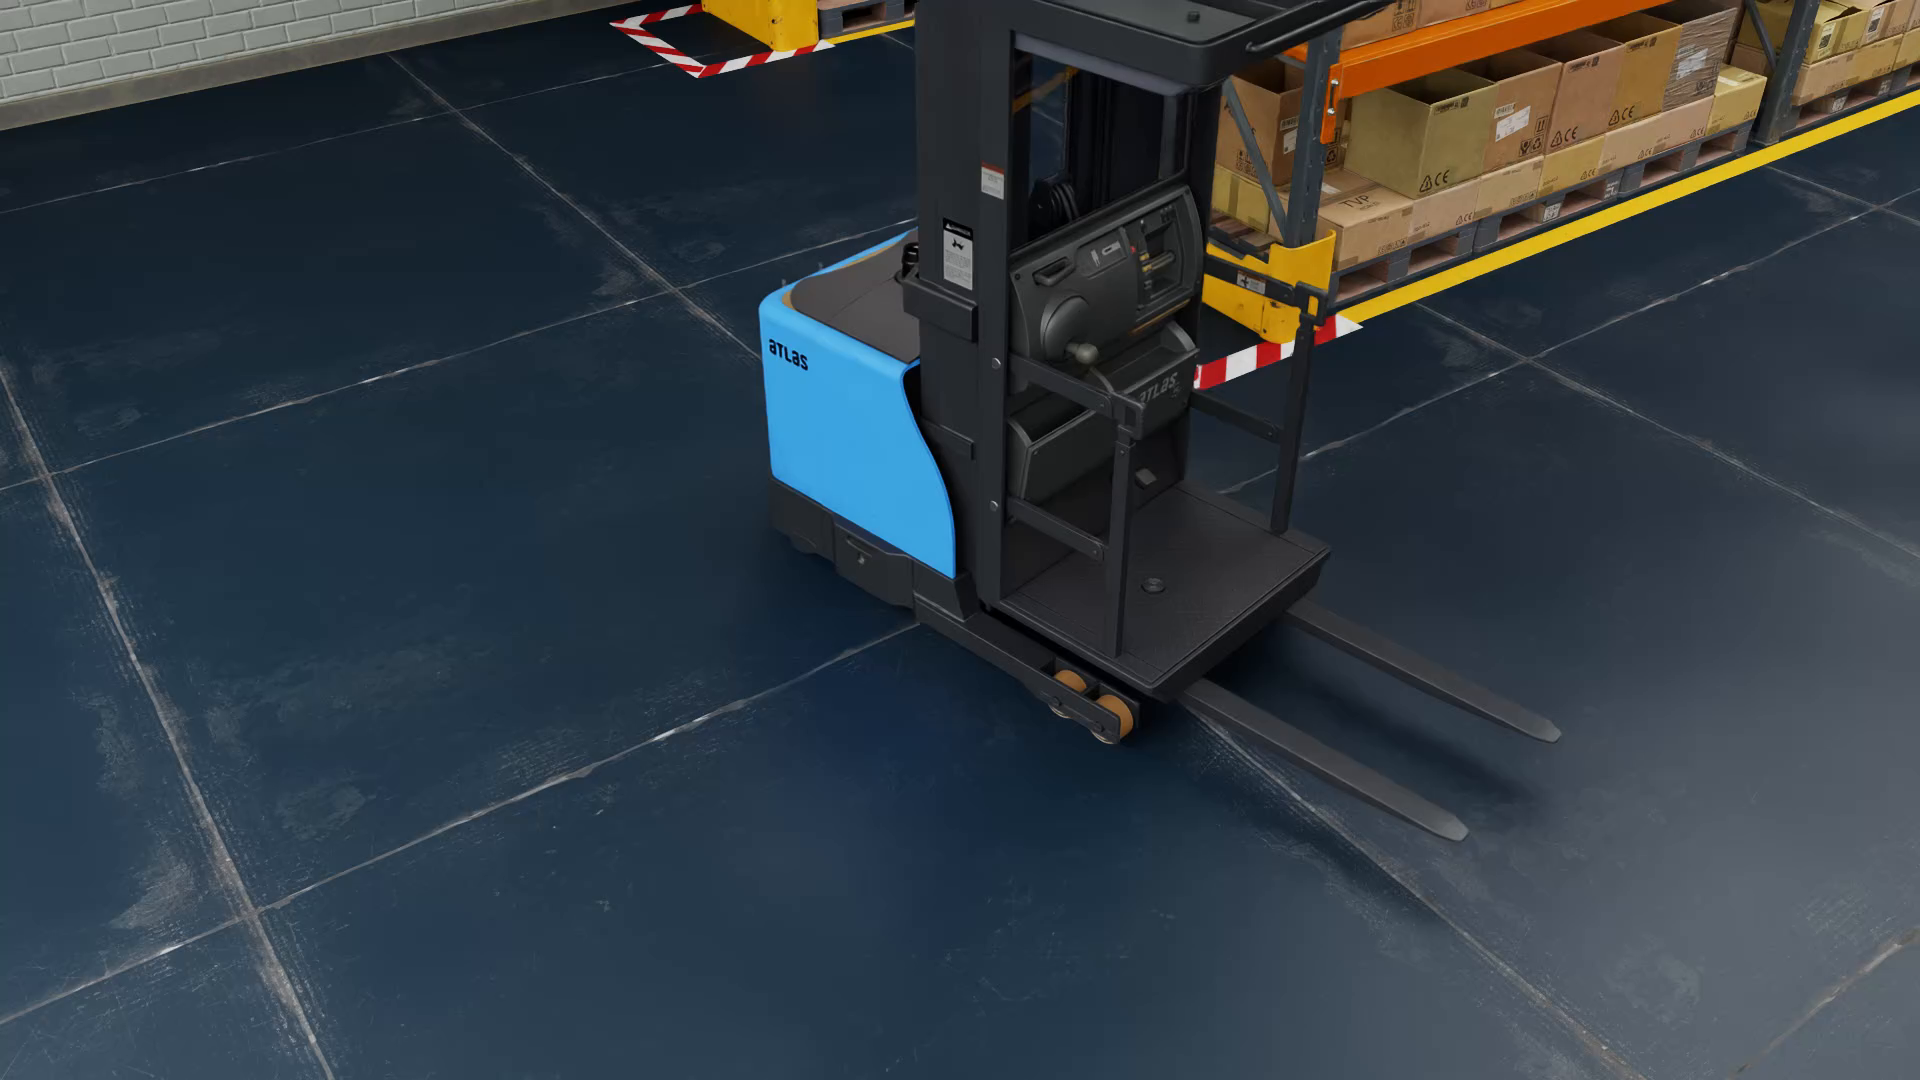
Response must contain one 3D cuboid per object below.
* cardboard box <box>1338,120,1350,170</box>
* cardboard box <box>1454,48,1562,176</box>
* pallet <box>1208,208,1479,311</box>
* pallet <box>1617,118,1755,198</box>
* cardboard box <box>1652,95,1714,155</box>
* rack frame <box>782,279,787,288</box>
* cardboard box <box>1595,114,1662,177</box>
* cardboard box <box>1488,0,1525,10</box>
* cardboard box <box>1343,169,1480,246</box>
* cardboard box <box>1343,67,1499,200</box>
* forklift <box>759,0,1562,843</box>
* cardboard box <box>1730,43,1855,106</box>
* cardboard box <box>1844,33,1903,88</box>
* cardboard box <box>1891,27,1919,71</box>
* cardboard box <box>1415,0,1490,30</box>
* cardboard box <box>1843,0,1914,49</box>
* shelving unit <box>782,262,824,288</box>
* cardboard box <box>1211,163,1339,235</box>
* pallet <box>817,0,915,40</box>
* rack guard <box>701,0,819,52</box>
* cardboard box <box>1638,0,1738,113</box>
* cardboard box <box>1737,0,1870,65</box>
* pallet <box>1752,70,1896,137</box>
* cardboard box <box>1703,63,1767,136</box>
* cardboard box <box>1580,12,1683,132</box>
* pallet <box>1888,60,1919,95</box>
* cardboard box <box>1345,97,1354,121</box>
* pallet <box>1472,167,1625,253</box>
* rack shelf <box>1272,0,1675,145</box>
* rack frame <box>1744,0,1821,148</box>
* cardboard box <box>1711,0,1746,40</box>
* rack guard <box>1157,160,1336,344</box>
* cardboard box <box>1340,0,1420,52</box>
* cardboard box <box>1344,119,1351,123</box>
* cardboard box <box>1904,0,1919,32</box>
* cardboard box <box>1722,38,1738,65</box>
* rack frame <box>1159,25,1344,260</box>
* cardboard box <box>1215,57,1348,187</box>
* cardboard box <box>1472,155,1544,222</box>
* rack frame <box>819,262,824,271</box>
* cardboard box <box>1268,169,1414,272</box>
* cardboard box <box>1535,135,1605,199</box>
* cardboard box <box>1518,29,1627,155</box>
[{"bbox_3d":[2.032,-2.049,9.025,0.500,0.250,0.500,-22,41,-28],"label":"cardboard box"},{"bbox_3d":[2.738,-2.276,8.698,0.500,0.500,0.500,-22,41,-28],"label":"cardboard box"},{"bbox_3d":[1.963,-1.645,8.856,1.213,0.211,1.003,-22,41,-28],"label":"pallet"},{"bbox_3d":[3.958,-2.466,9.997,1.213,0.211,1.003,-22,41,-28],"label":"pallet"},{"bbox_3d":[3.964,-2.476,9.618,0.500,0.250,0.500,-22,41,-28],"label":"cardboard box"},{"bbox_3d":[-0.623,-0.631,6.857,0.240,0.900,0.006,29,45,34],"label":"rack frame"},{"bbox_3d":[3.564,-2.300,9.375,0.500,0.250,0.500,-22,41,-28],"label":"cardboard box"},{"bbox_3d":[2.587,-3.034,8.314,0.500,0.500,0.700,-22,41,-28],"label":"cardboard box"},{"bbox_3d":[2.335,-1.798,8.676,0.500,0.250,0.500,-22,41,-28],"label":"cardboard box"},{"bbox_3d":[2.336,-2.102,8.456,0.500,0.500,0.500,-22,41,-28],"label":"cardboard box"},{"bbox_3d":[0.654,-0.832,5.396,3.031,2.935,1.130,29,45,34],"label":"forklift"},{"bbox_3d":[5.104,-2.917,10.232,0.500,0.250,0.500,-23,42,-29],"label":"cardboard box"},{"bbox_3d":[5.523,-3.088,10.470,0.500,0.250,0.500,-21,41,-27],"label":"cardboard box"},{"bbox_3d":[5.945,-3.264,10.714,0.500,0.250,0.500,-24,42,-29],"label":"cardboard box"},{"bbox_3d":[2.178,-2.870,8.086,0.500,0.500,0.700,-21,41,-27],"label":"cardboard box"},{"bbox_3d":[5.525,-3.313,10.302,0.500,0.311,0.500,-23,42,-28],"label":"cardboard box"},{"bbox_3d":[-0.554,-0.675,6.917,0.258,0.900,0.210,29,45,34],"label":"shelving unit"},{"bbox_3d":[1.630,-1.875,8.784,0.500,0.250,0.500,-22,41,-28],"label":"cardboard box"},{"bbox_3d":[-0.748,-4.013,12.148,1.213,0.211,1.003,-22,41,-28],"label":"pallet"},{"bbox_3d":[-1.432,-3.873,11.707,0.348,0.500,1.175,-22,41,-28],"label":"rack guard"},{"bbox_3d":[3.963,-2.781,9.401,0.500,0.500,0.500,-22,41,-28],"label":"cardboard box"},{"bbox_3d":[5.113,-3.147,10.072,0.500,0.311,0.500,-22,41,-28],"label":"cardboard box"},{"bbox_3d":[5.212,-2.980,10.712,1.213,0.211,1.003,-22,41,-28],"label":"pallet"},{"bbox_3d":[4.379,-2.639,9.846,0.500,0.250,0.500,-22,41,-28],"label":"cardboard box"},{"bbox_3d":[3.557,-2.611,9.164,0.500,0.500,0.500,-22,41,-28],"label":"cardboard box"},{"bbox_3d":[6.210,-3.392,11.286,1.213,0.211,1.003,-22,41,-28],"label":"pallet"},{"bbox_3d":[2.438,-2.524,9.044,0.500,0.500,0.500,-22,41,-28],"label":"cardboard box"},{"bbox_3d":[2.960,-2.053,9.423,1.213,0.211,1.003,-22,41,-28],"label":"pallet"},{"bbox_3d":[2.997,-2.880,8.802,4.000,0.370,1.077,-22,41,-28],"label":"rack shelf"},{"bbox_3d":[4.632,-3.845,9.527,0.127,3.000,1.000,-22,41,-28],"label":"rack frame"},{"bbox_3d":[4.798,-3.400,10.423,0.500,0.311,0.500,-22,41,-28],"label":"cardboard box"},{"bbox_3d":[1.343,-1.477,8.375,0.348,0.500,1.175,-22,41,-28],"label":"rack guard"},{"bbox_3d":[1.751,-2.691,7.837,0.500,0.500,0.700,-22,41,-28],"label":"cardboard box"},{"bbox_3d":[2.440,-2.218,9.260,0.500,0.250,0.500,-22,41,-28],"label":"cardboard box"},{"bbox_3d":[5.948,-3.488,10.545,0.500,0.311,0.500,-24,42,-29],"label":"cardboard box"},{"bbox_3d":[4.804,-3.177,10.594,0.500,0.250,0.500,-23,42,-28],"label":"cardboard box"},{"bbox_3d":[1.362,-2.500,7.657,0.127,3.000,1.000,-22,41,-28],"label":"rack frame"},{"bbox_3d":[1.629,-2.181,8.566,0.500,0.500,0.500,-22,41,-28],"label":"cardboard box"},{"bbox_3d":[2.744,-1.966,8.910,0.500,0.250,0.500,-22,41,-28],"label":"cardboard box"},{"bbox_3d":[-0.484,-0.718,6.977,0.240,0.900,0.006,29,45,34],"label":"rack frame"},{"bbox_3d":[1.929,-1.628,8.440,0.500,0.250,0.500,-22,41,-28],"label":"cardboard box"},{"bbox_3d":[3.156,-2.132,9.140,0.500,0.250,0.500,-22,41,-28],"label":"cardboard box"},{"bbox_3d":[3.156,-2.436,8.921,0.500,0.500,0.500,-22,41,-28],"label":"cardboard box"}]
